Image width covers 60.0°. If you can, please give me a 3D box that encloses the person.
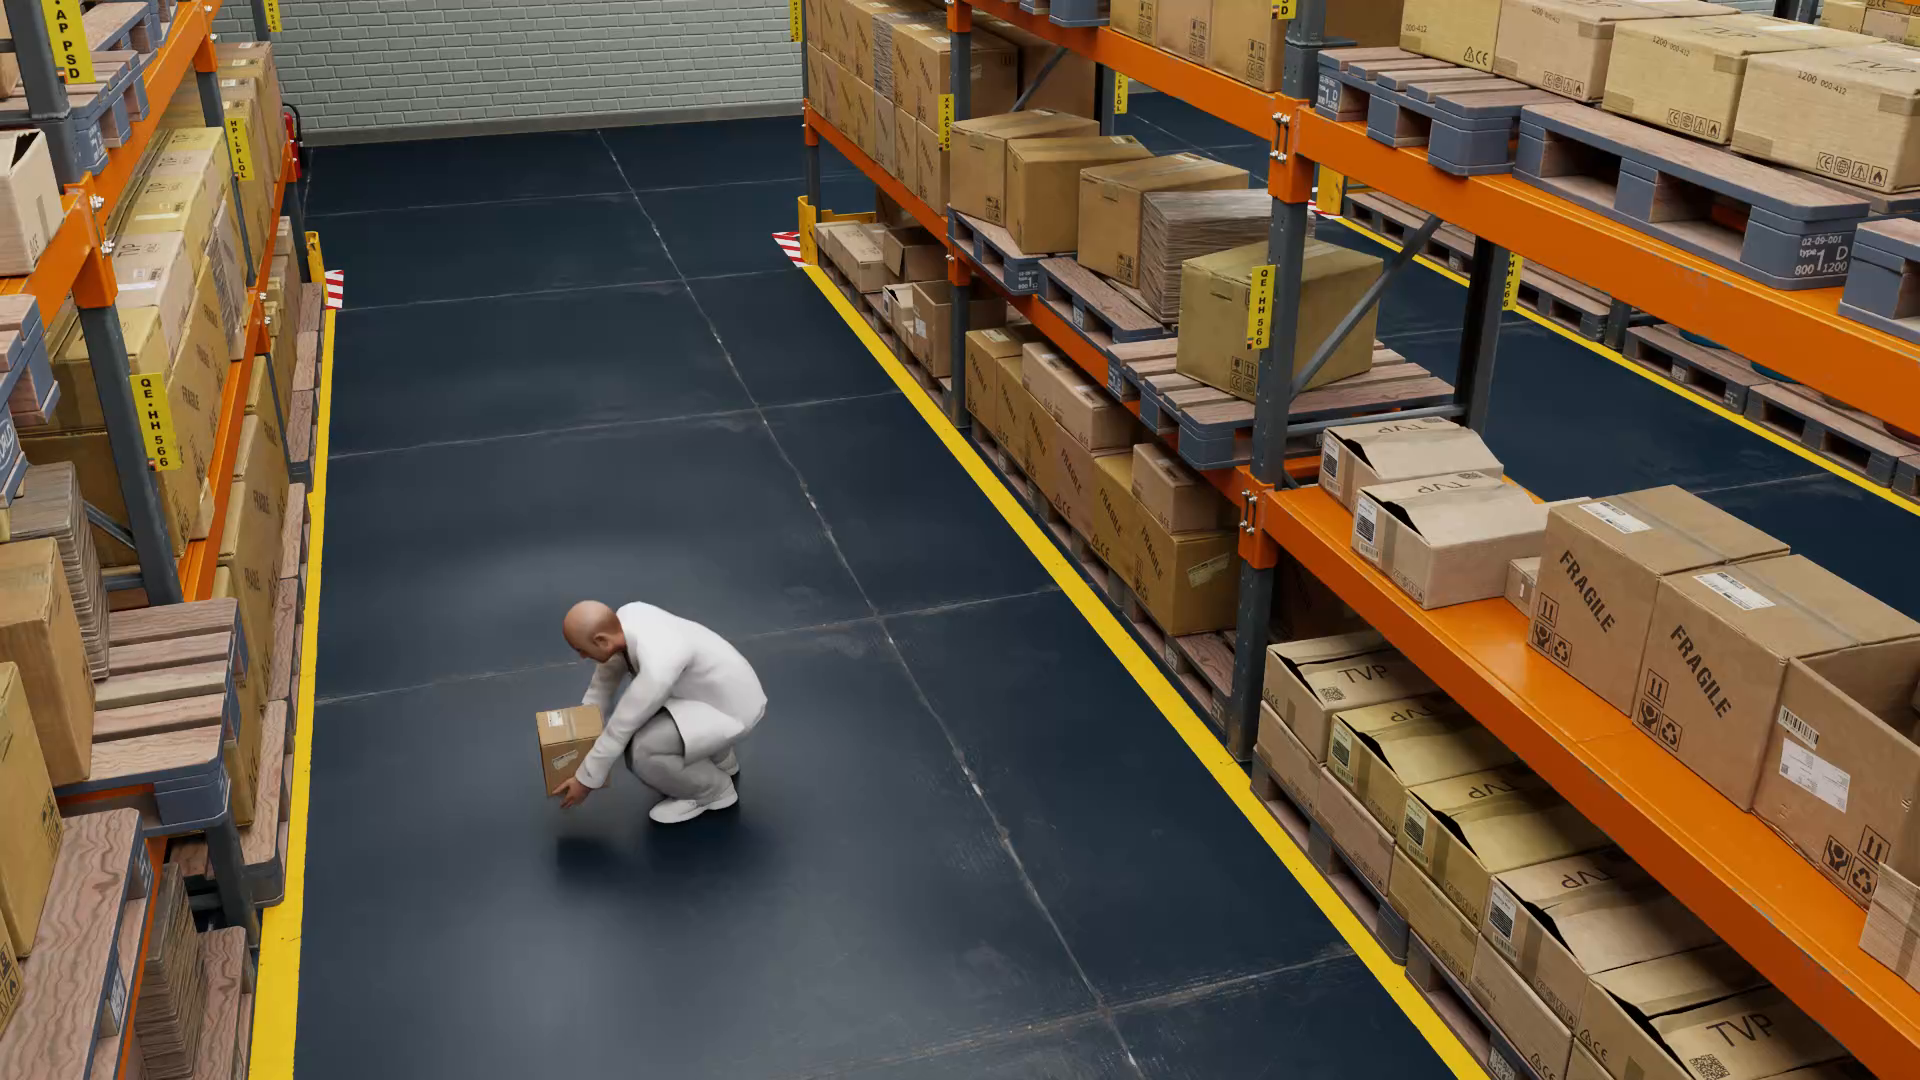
[{"bbox_3d":[-1.230,0.685,6.732,0.902,0.904,0.589,-8,27,-17],"label":"person"}]
